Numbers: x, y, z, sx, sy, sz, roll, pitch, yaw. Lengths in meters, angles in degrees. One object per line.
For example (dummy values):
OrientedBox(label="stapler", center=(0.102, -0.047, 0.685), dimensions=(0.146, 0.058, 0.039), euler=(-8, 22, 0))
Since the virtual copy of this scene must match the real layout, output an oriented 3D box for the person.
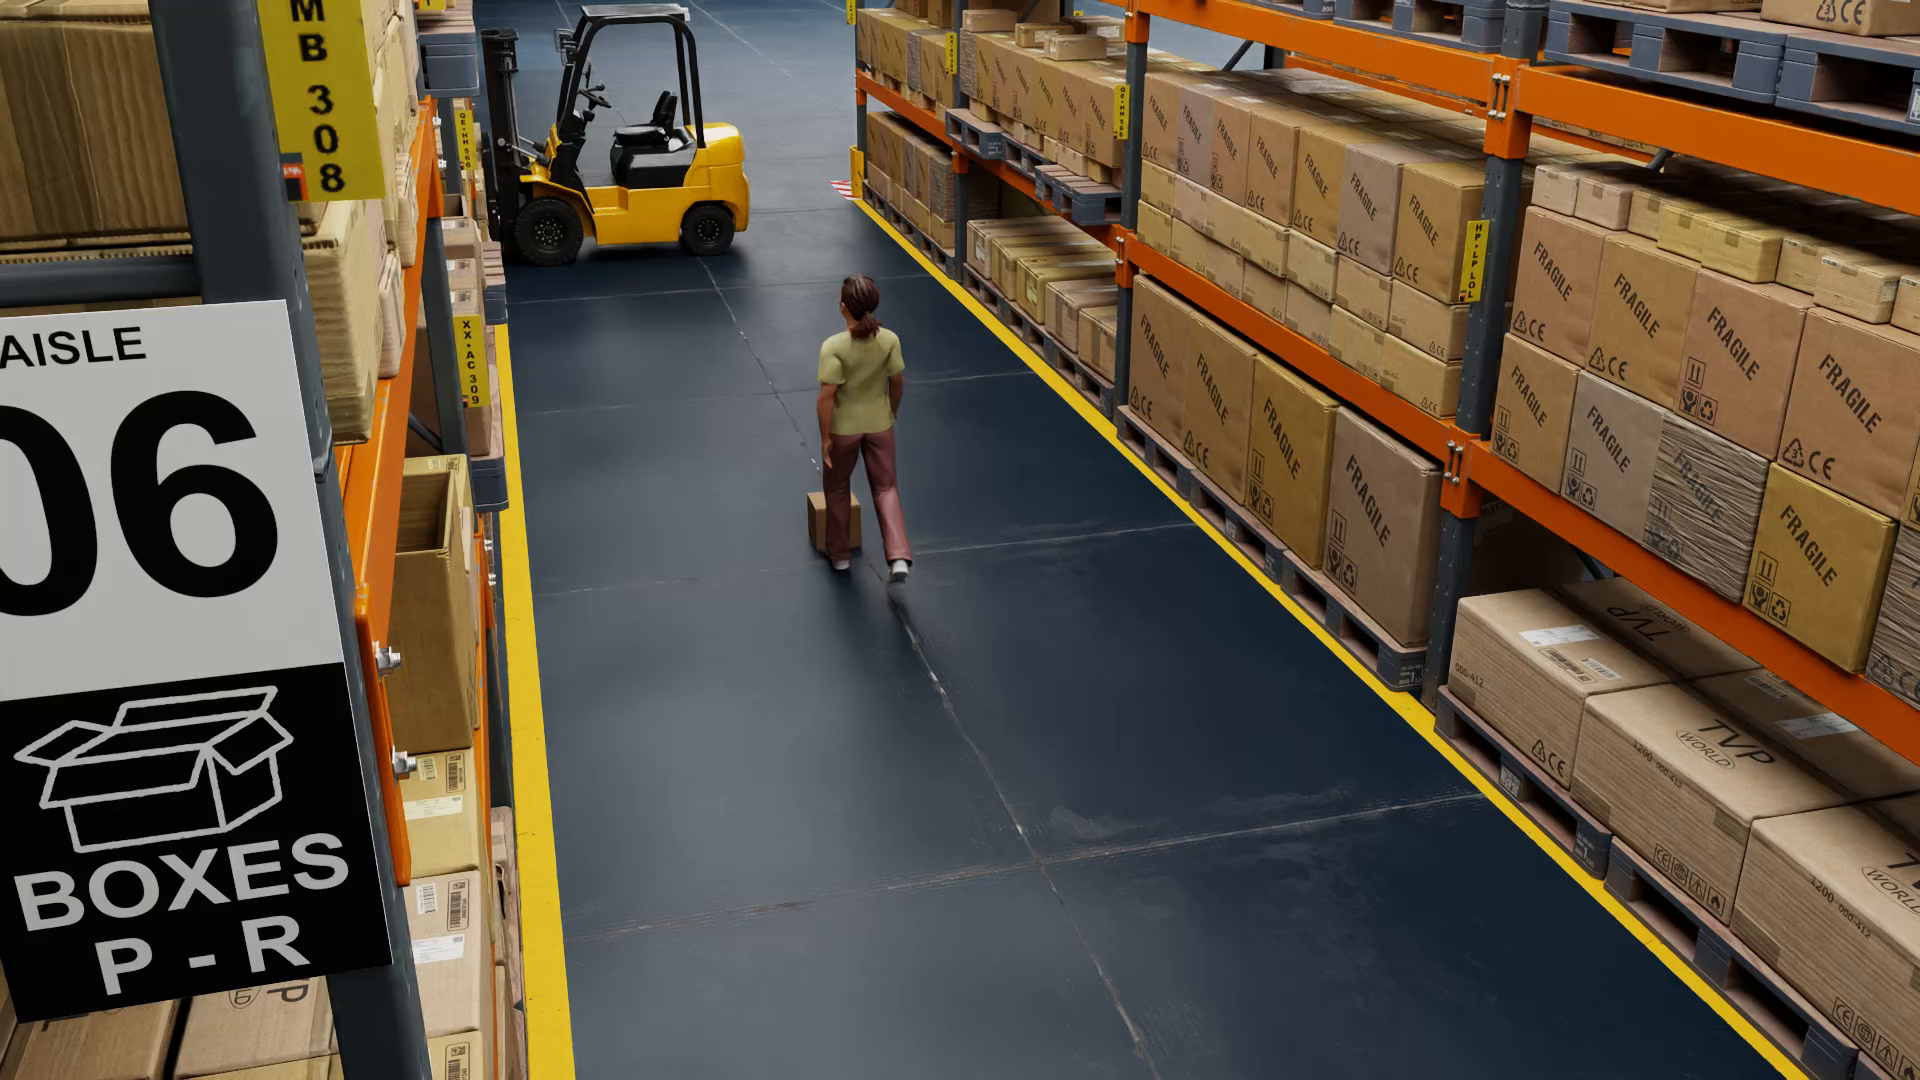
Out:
OrientedBox(label="person", center=(-0.515, -0.554, 8.387), dimensions=(0.469, 1.645, 0.857), euler=(-6, 24, -15))
